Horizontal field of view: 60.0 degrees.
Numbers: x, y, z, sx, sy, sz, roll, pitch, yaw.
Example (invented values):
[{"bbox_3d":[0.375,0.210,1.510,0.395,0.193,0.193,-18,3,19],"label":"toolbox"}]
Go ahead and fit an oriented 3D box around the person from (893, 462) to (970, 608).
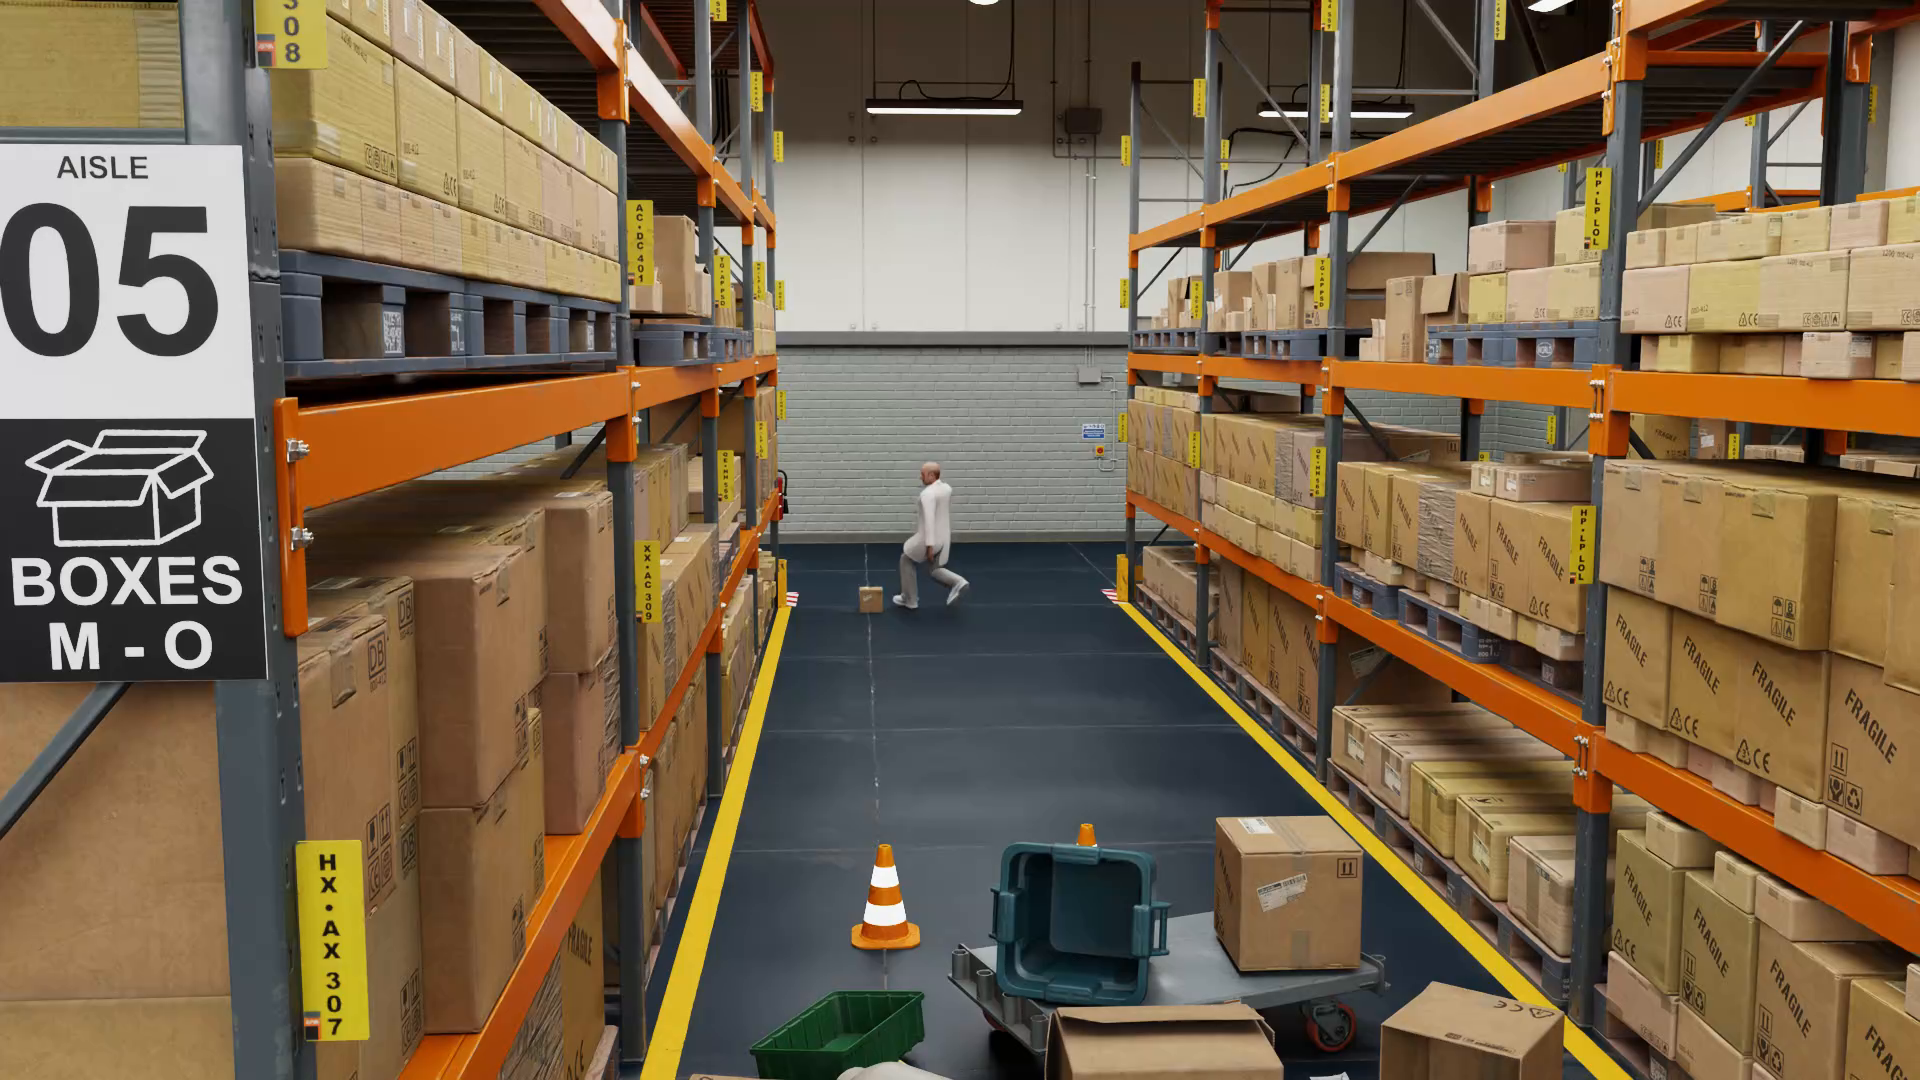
[{"bbox_3d":[-5.749,0.733,11.556,1.042,1.636,17.732,5,9,39],"label":"person"}]
